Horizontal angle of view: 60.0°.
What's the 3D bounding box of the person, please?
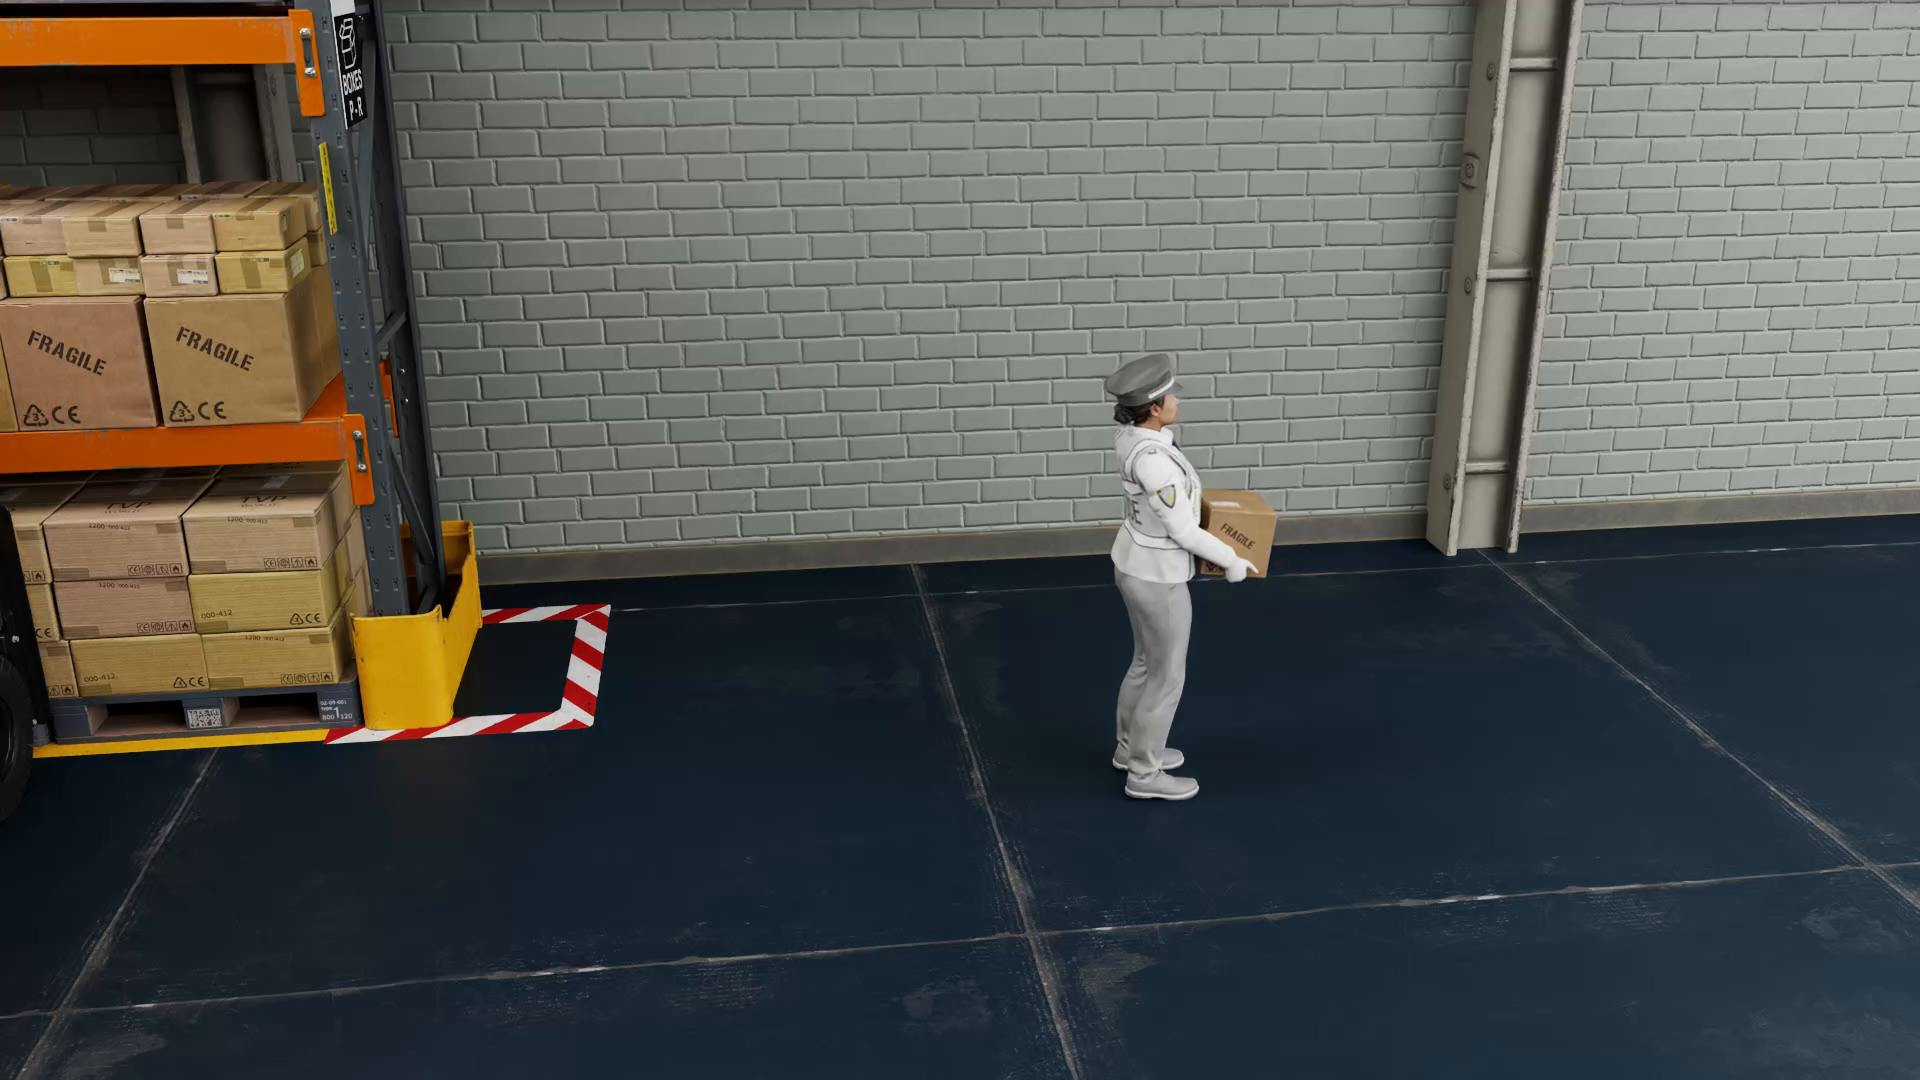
[{"bbox_3d":[0.795,0.137,6.168,0.551,1.686,0.453,-2,20,-7],"label":"person"}]
